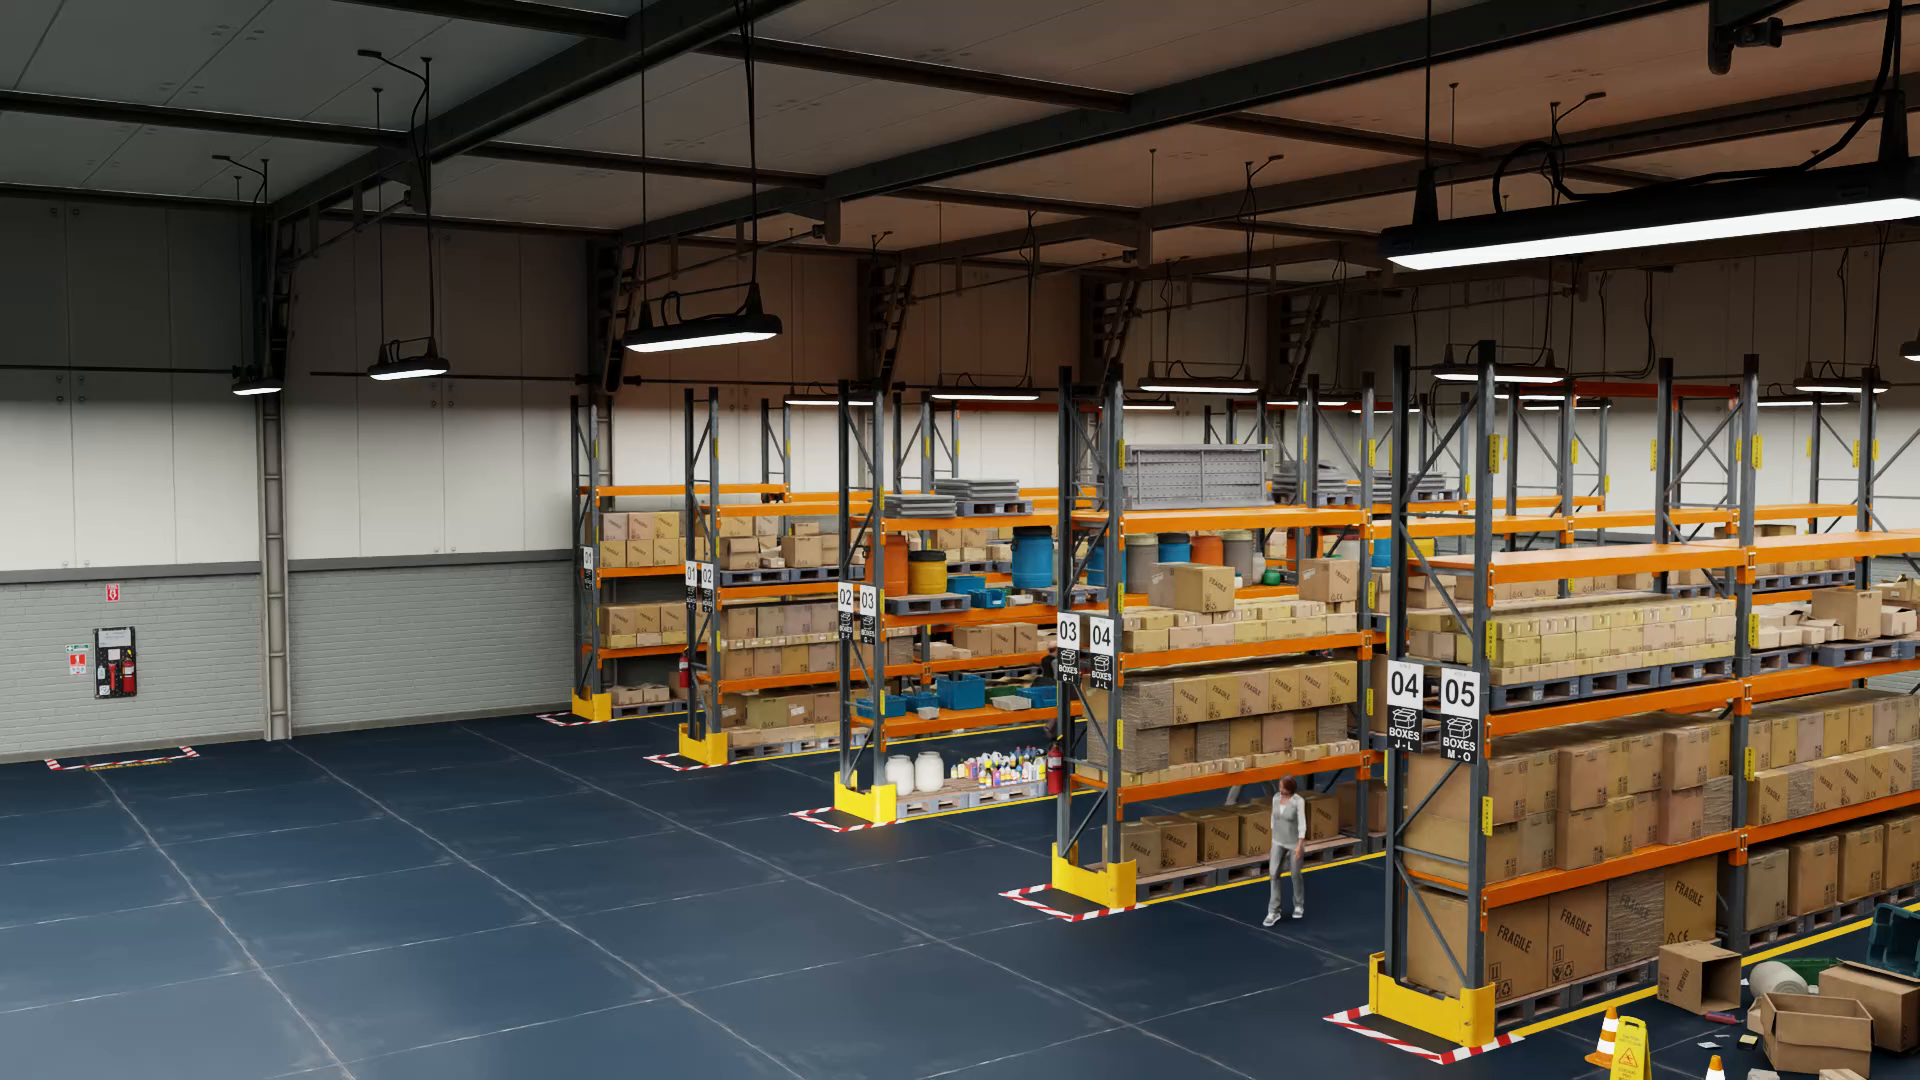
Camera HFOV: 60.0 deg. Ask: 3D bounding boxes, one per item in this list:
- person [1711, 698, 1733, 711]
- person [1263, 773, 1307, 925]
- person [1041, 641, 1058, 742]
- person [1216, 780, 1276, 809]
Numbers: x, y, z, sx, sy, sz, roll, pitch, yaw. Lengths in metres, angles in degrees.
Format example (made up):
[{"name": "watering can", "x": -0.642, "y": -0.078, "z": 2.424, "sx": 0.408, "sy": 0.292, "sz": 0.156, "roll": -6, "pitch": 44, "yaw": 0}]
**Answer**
[{"name": "person", "x": 10.466, "y": 2.934, "z": 22.730, "sx": 0.625, "sy": 1.730, "sz": 0.749, "roll": 3, "pitch": 4, "yaw": 39}, {"name": "person", "x": 3.516, "y": 3.321, "z": 17.848, "sx": 0.459, "sy": 1.567, "sz": 0.618, "roll": 3, "pitch": 4, "yaw": 37}, {"name": "person", "x": 1.554, "y": 2.596, "z": 28.462, "sx": 0.506, "sy": 1.721, "sz": 0.571, "roll": -2, "pitch": 4, "yaw": -29}, {"name": "person", "x": 3.974, "y": 2.954, "z": 22.831, "sx": 0.971, "sy": 1.629, "sz": 0.457, "roll": -2, "pitch": 4, "yaw": -27}]
